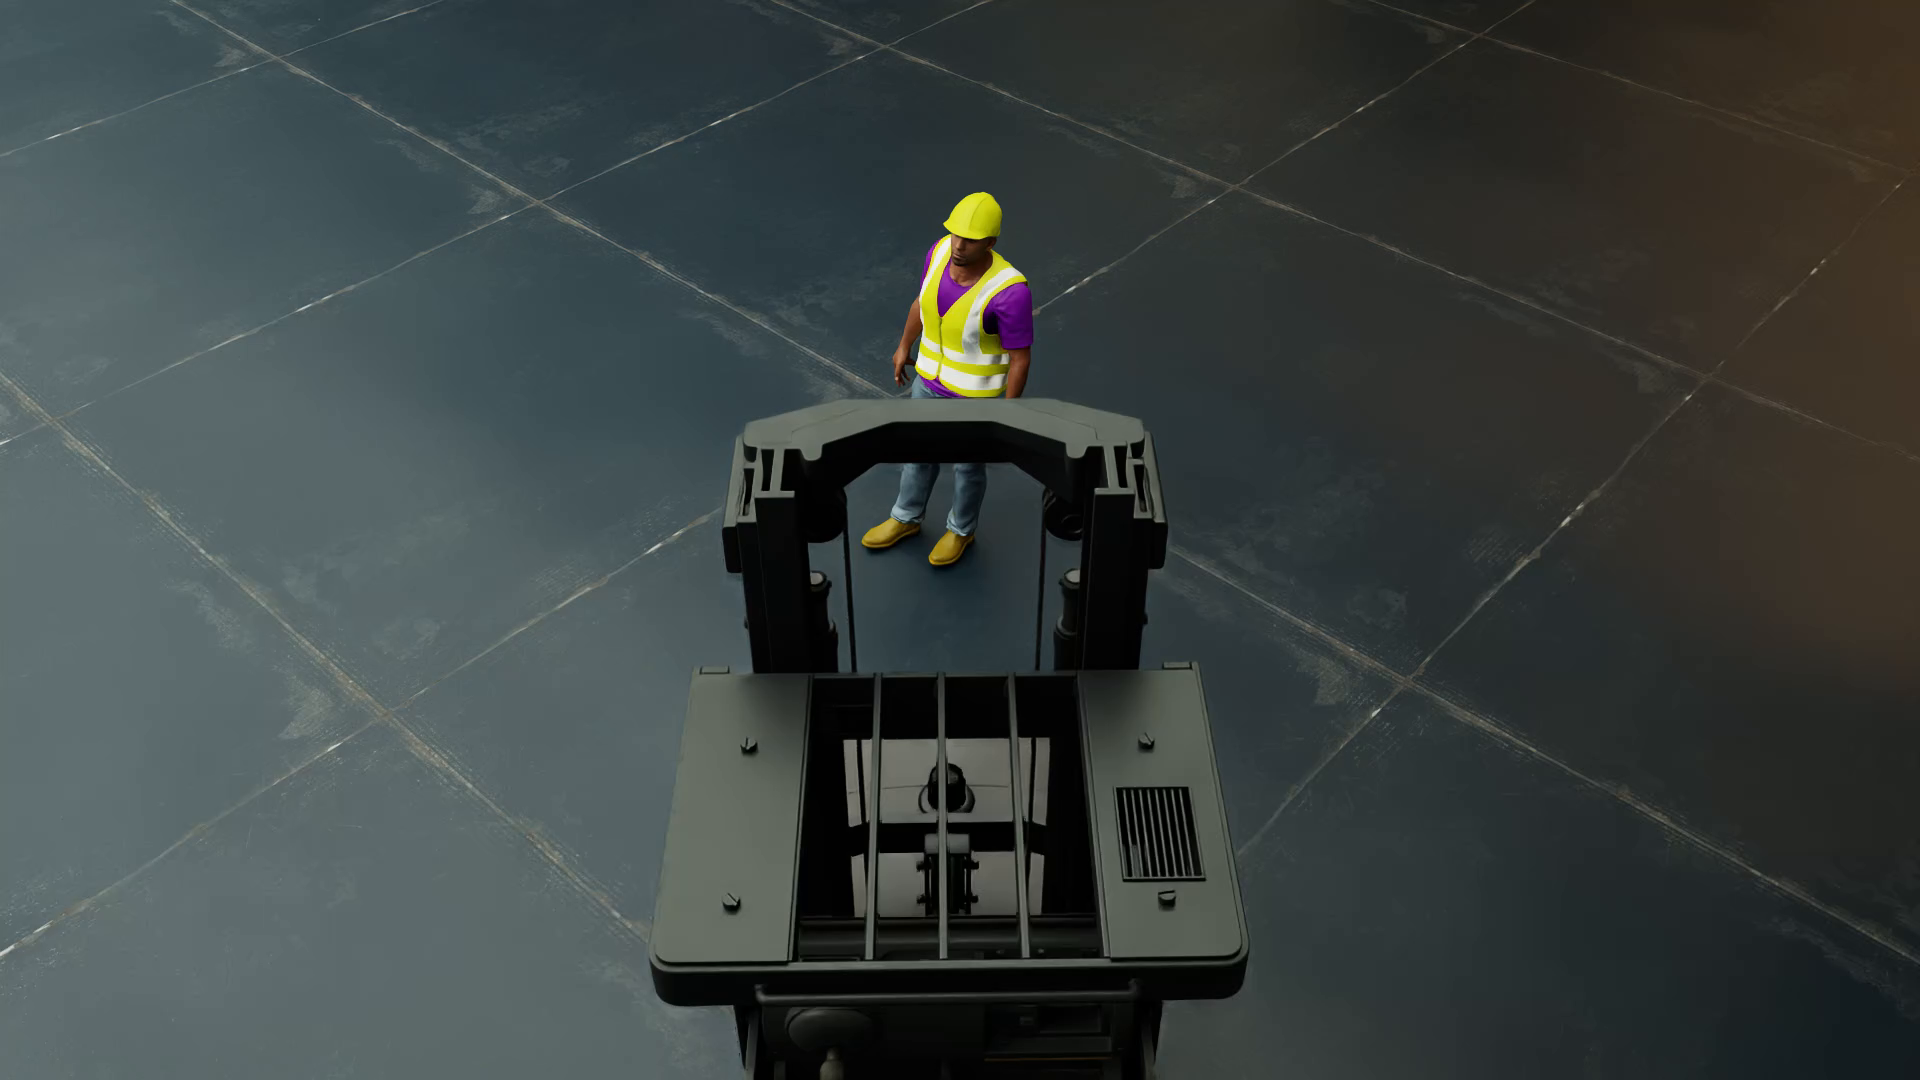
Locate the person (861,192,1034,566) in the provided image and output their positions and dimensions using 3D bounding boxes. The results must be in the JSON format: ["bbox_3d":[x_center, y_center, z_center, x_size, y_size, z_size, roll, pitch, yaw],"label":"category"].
[{"bbox_3d":[-0.051,-0.646,7.064,0.665,1.765,0.577,31,49,31],"label":"person"}]

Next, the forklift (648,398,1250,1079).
[{"bbox_3d":[-0.025,1.242,3.980,1.130,2.935,3.031,-1,41,-1],"label":"forklift"}]
